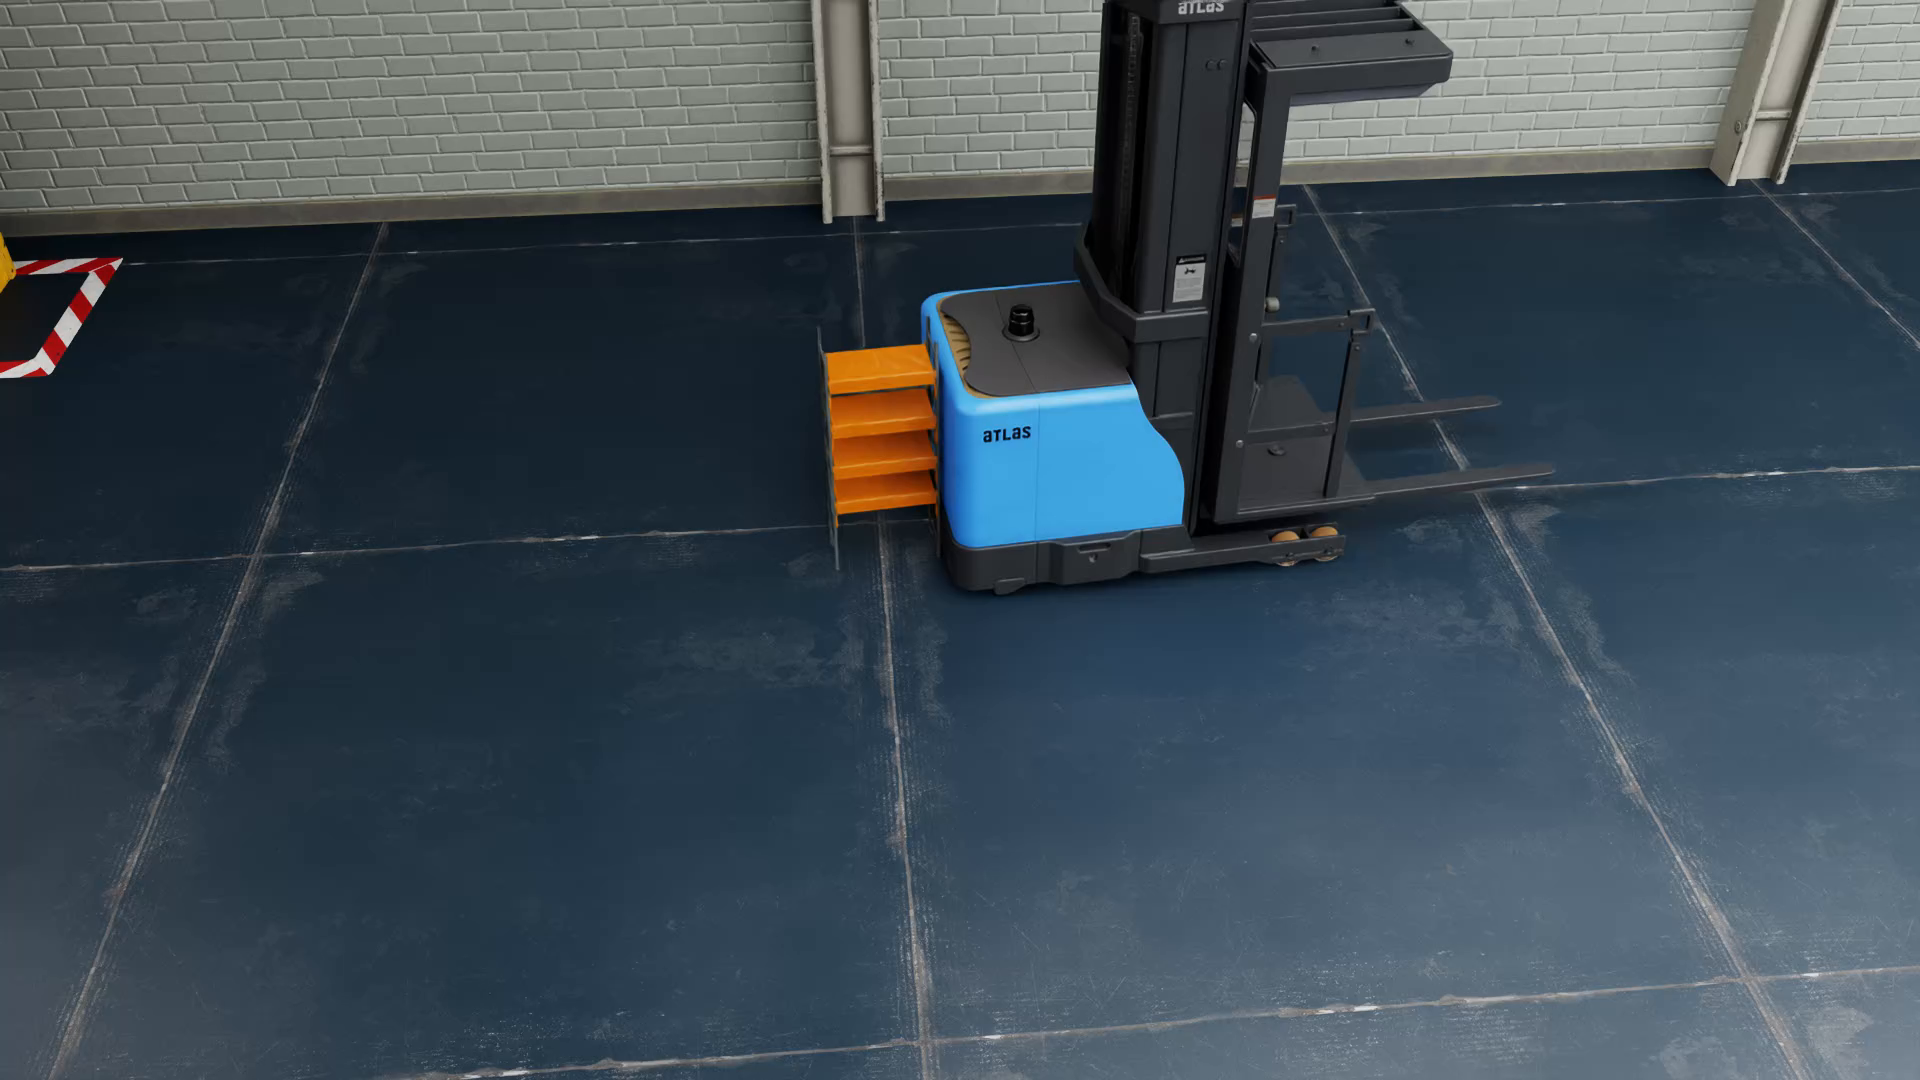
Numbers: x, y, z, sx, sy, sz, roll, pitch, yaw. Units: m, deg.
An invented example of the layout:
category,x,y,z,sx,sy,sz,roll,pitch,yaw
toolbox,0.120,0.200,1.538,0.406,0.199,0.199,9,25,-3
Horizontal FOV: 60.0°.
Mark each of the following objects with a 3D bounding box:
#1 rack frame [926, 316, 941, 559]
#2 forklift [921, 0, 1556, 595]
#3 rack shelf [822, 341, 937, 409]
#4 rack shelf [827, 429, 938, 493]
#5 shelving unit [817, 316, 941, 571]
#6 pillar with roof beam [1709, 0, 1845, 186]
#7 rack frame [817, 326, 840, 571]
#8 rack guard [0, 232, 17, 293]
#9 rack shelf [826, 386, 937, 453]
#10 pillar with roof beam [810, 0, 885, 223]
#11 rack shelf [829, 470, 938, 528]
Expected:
category,x,y,z,sx,sy,sz,roll,pitch,yaw
rack frame,-0.122,-0.454,7.679,0.015,1.200,0.240,-7,39,-8
forklift,1.372,-1.342,7.407,3.031,2.935,1.130,-7,39,-8
rack shelf,-0.361,-0.734,7.400,0.480,0.148,0.258,-7,39,-8
rack shelf,-0.361,-0.373,7.685,0.480,0.148,0.258,-7,39,-8
shelving unit,-0.361,-0.426,7.643,0.503,1.200,0.258,-7,39,-8
pillar with roof beam,5.666,-3.338,5.038,0.400,9.000,9.100,-3,38,-4
rack frame,-0.601,-0.398,7.608,0.015,1.200,0.240,-7,39,-8
rack guard,-5.871,-1.483,9.548,0.348,0.500,1.175,-3,38,-4
rack shelf,-0.361,-0.549,7.546,0.480,0.148,0.258,-7,39,-8
pillar with roof beam,-0.310,-3.009,4.621,0.400,9.000,9.100,-3,38,-4
rack shelf,-0.361,-0.217,7.808,0.480,0.148,0.258,-7,39,-8
